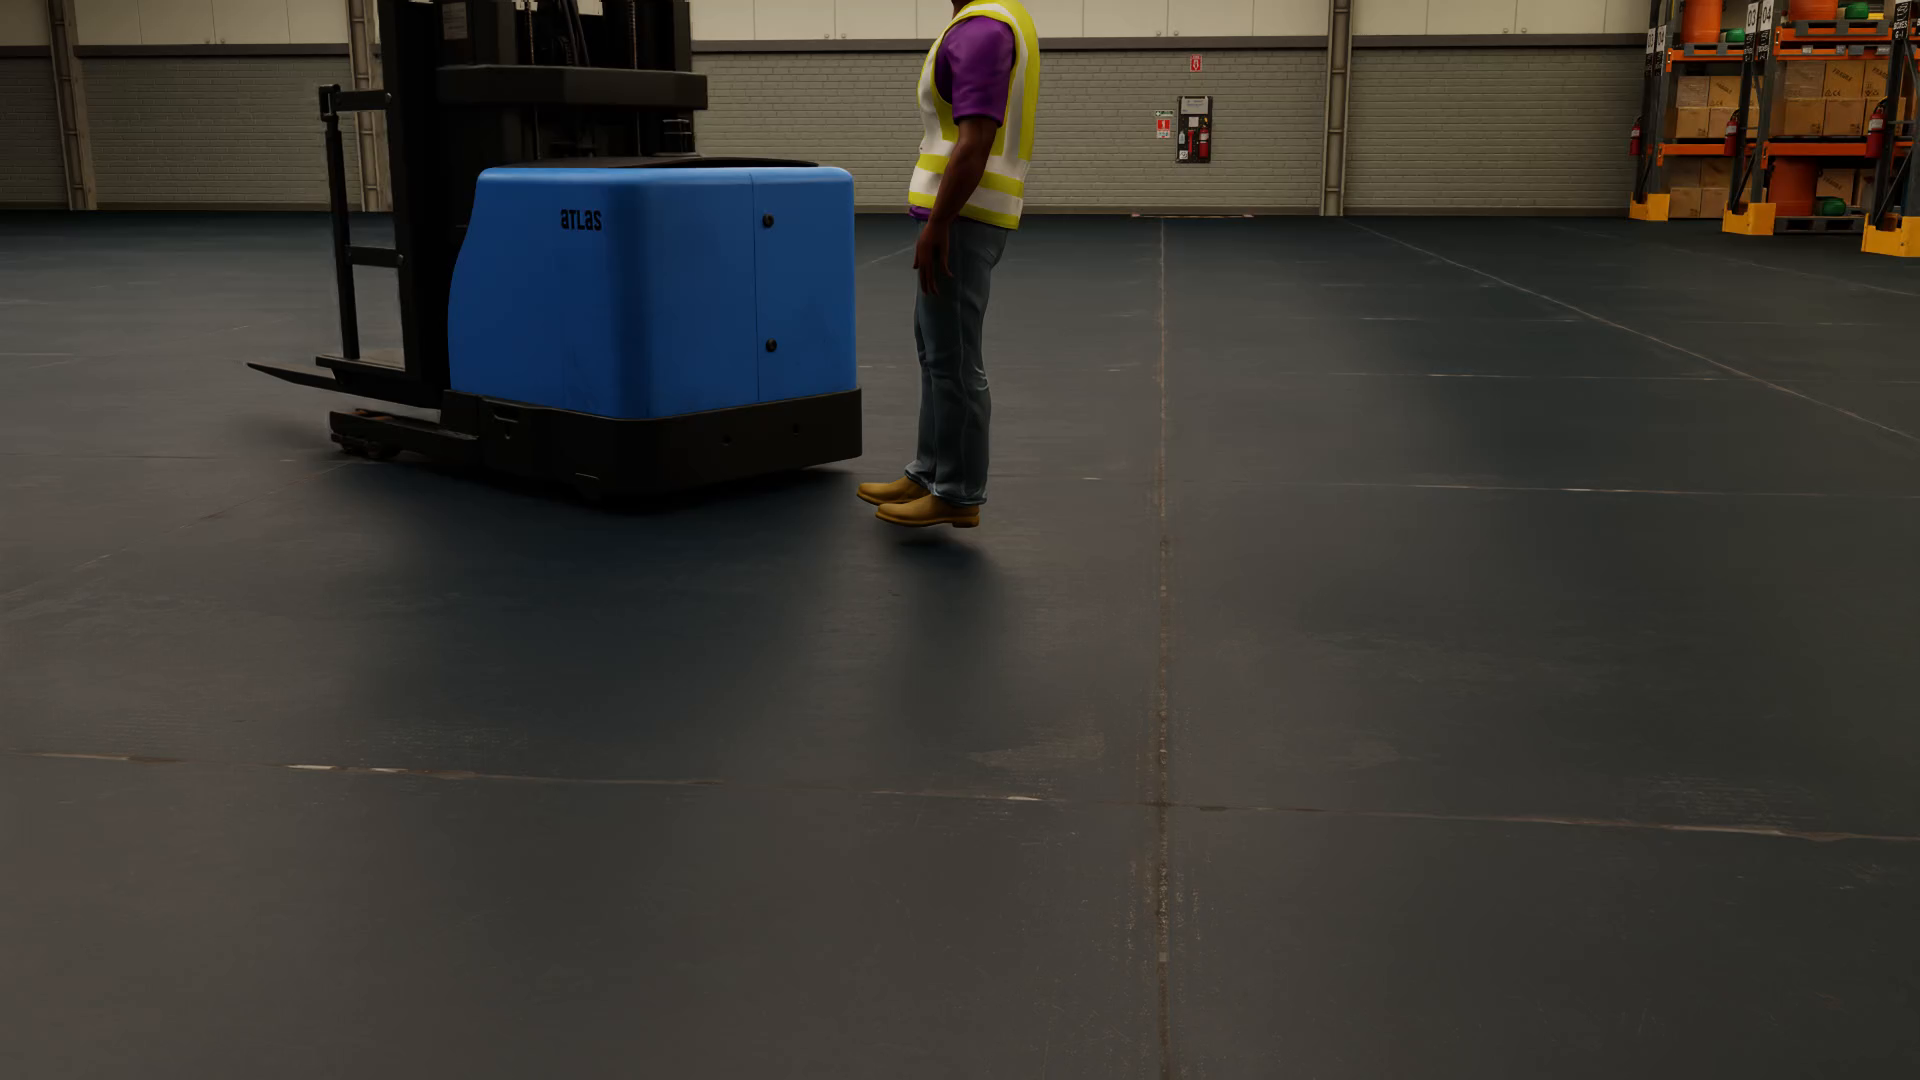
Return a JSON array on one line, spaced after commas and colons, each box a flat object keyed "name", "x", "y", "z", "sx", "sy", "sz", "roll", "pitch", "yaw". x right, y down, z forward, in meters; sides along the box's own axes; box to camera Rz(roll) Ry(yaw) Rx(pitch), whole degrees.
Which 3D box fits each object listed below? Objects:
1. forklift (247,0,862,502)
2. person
[{"name": "forklift", "x": -1.777, "y": -1.808, "z": 6.239, "sx": 3.031, "sy": 2.935, "sz": 1.130, "roll": 12, "pitch": 18, "yaw": 41}, {"name": "person", "x": -0.068, "y": -0.910, "z": 4.749, "sx": 0.577, "sy": 1.765, "sz": 0.665, "roll": 2, "pitch": 13, "yaw": 7}]
